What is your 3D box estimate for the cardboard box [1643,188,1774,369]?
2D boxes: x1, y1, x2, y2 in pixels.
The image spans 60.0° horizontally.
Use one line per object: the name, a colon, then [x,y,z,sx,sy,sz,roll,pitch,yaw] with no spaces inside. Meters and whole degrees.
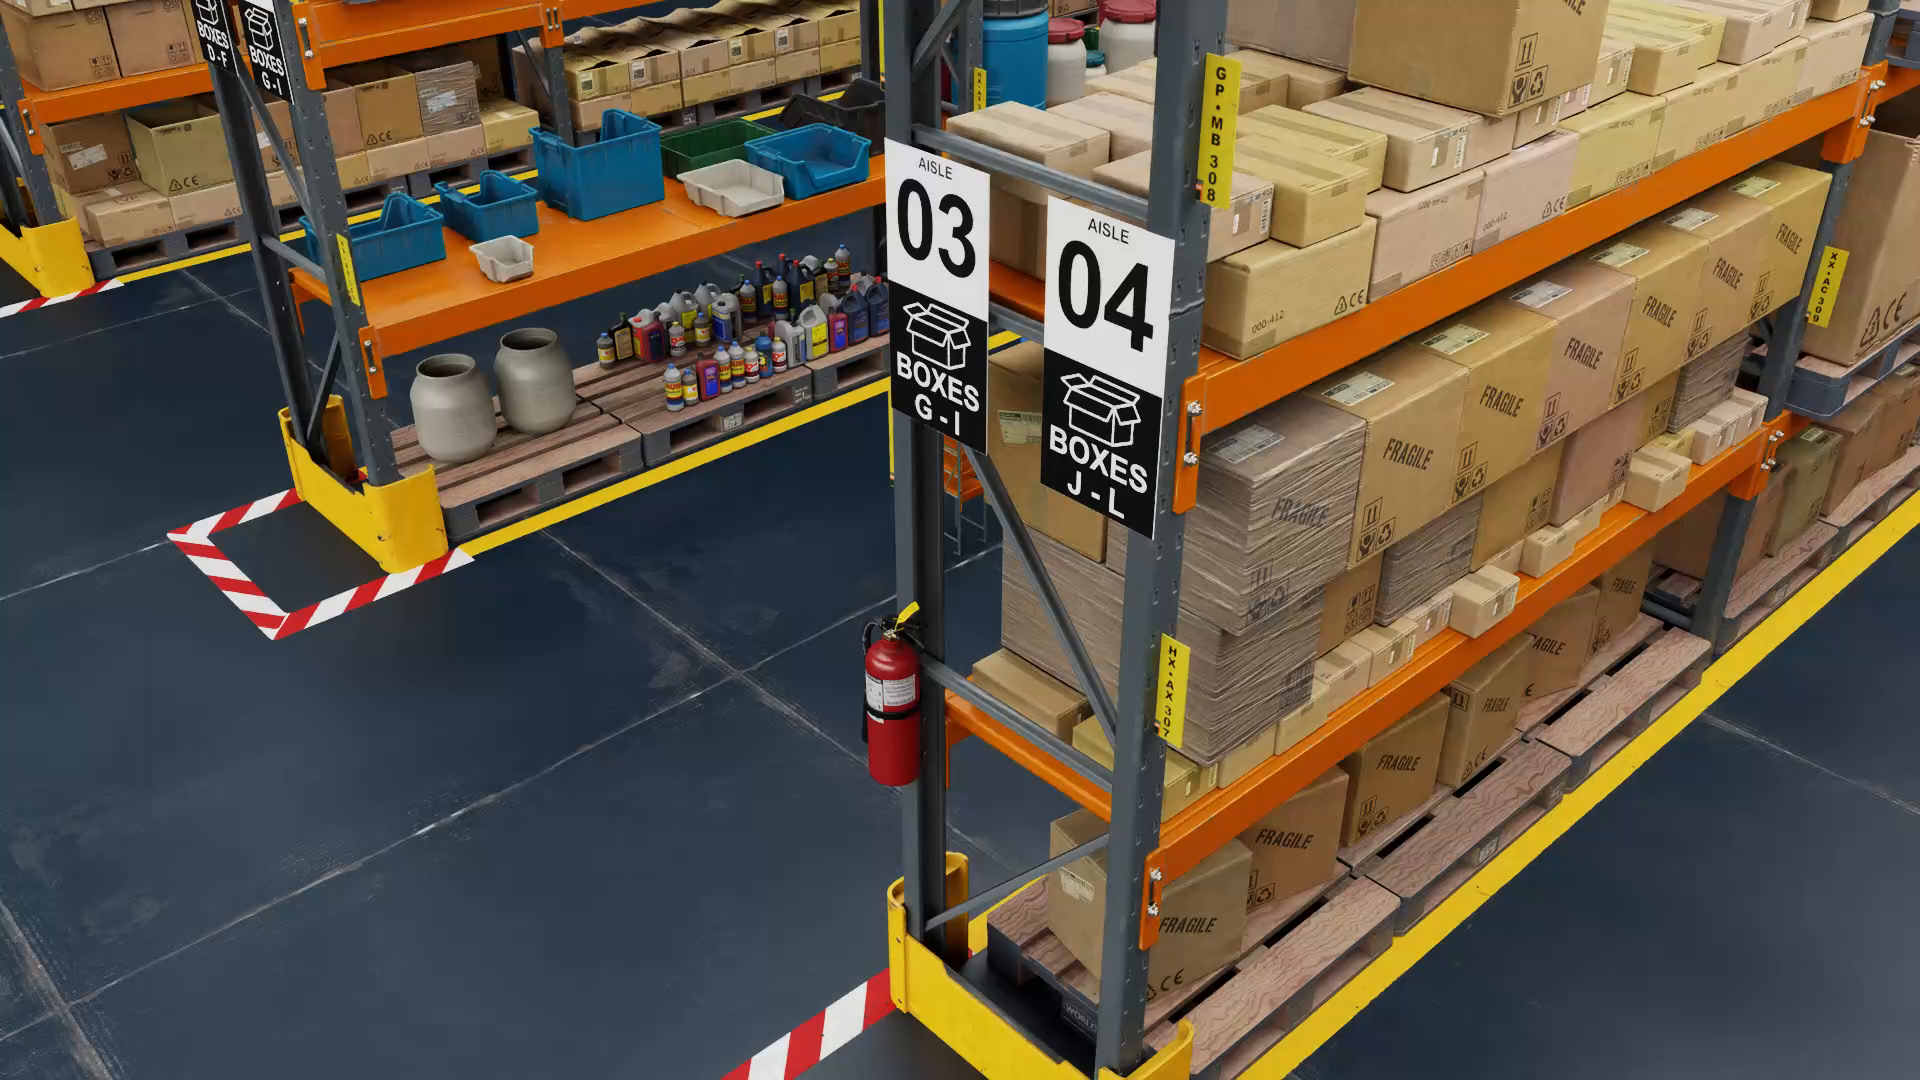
cardboard box: [2.612,-1.011,6.189,0.500,0.500,0.500,-26,40,-35]

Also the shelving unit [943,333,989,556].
shelving unit: [-0.011,-0.507,8.429,0.189,1.200,0.258,-26,40,-35]

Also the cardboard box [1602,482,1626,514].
cardboard box: [2.369,-0.242,6.511,0.250,0.149,0.380,-26,40,-35]

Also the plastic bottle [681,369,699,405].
plastic bottle: [-1.563,-0.888,9.588,0.097,0.201,0.097,0,31,0]

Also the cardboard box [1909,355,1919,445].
cardboard box: [5.178,-0.951,9.404,0.700,0.500,0.500,25,40,35]

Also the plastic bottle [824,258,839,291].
plastic bottle: [-0.853,-1.765,11.022,0.097,0.201,0.097,0,31,0]

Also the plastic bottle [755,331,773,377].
plastic bottle: [-1.165,-1.110,9.884,0.097,0.271,0.097,0,31,0]

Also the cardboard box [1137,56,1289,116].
cardboard box: [0.744,-1.327,4.931,0.250,0.149,0.380,-26,40,-35]

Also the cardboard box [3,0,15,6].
cardboard box: [-6.394,-3.758,11.302,0.250,0.149,0.380,-27,40,-36]

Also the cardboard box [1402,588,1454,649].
cardboard box: [1.471,0.212,5.768,0.250,0.149,0.380,-26,40,-35]

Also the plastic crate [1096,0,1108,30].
plastic crate: [1.293,-3.742,11.934,0.583,0.464,0.402,-26,40,-35]

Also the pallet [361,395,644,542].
pallet: [-2.557,-0.475,9.324,1.213,0.211,1.003,-26,40,-35]

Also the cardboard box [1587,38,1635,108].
cardboard box: [1.858,-1.486,5.192,0.250,0.149,0.380,-28,41,-37]

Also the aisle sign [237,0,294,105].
aisle sign: [-3.033,-2.305,7.152,0.004,0.787,0.394,-26,40,-35]

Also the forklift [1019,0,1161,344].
forklift: [1.812,-1.900,9.047,3.031,2.935,1.130,-20,37,-29]

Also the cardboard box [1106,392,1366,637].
cardboard box: [0.776,-0.126,4.741,0.500,0.500,0.500,-26,40,-35]

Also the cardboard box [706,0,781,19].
cardboard box: [-2.018,-4.870,15.534,0.500,0.311,0.500,-27,41,-37]

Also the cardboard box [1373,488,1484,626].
cardboard box: [1.291,-0.177,5.783,0.500,0.500,0.875,-26,40,-35]

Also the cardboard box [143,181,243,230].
cardboard box: [-5.636,-2.520,12.229,0.500,0.250,0.500,-26,40,-35]

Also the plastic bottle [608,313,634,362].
plastic bottle: [-2.058,-1.230,10.068,0.133,0.283,0.061,-25,39,-34]

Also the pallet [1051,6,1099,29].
pallet: [0.789,-5.559,17.638,1.213,0.211,1.003,-26,40,-35]

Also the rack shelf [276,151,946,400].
rack shelf: [-1.713,-1.736,9.403,4.000,0.370,1.077,-26,40,-35]

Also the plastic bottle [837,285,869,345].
plastic bottle: [-0.664,-1.403,10.287,0.144,0.351,0.185,27,40,37]

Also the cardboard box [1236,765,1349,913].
cardboard box: [1.072,1.008,6.220,0.500,0.500,0.500,-15,35,-23]

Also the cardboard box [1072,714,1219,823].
cardboard box: [0.559,0.658,5.039,0.250,0.149,0.380,-26,40,-35]

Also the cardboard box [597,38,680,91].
cardboard box: [-2.769,-4.121,14.309,0.500,0.311,0.500,-26,40,-36]

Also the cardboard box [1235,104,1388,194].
cardboard box: [0.904,-1.026,4.438,0.250,0.149,0.380,-27,40,-36]

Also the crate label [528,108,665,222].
crate label: [-2.014,-2.105,9.283,0.616,0.435,0.502,-26,40,-35]

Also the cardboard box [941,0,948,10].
cardboard box: [-0.151,-5.241,16.420,0.500,0.500,0.500,-24,39,-34]

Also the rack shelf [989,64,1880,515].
rack shelf: [1.654,-1.121,5.522,4.000,0.370,1.077,-26,40,-35]

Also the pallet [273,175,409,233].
pallet: [-5.118,-2.758,13.058,1.213,0.211,1.003,-26,40,-35]

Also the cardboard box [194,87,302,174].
cardboard box: [-5.277,-3.021,12.330,0.500,0.500,0.500,-26,40,-35]

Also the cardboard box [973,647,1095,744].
cardboard box: [0.256,0.488,5.317,0.250,0.149,0.380,-26,40,-35]

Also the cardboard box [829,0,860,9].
cardboard box: [-0.895,-5.033,15.801,0.500,0.311,0.500,-25,39,-34]

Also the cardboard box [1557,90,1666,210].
cardboard box: [1.835,-1.273,5.224,0.500,0.250,0.500,-24,39,-34]

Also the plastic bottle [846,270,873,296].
plastic bottle: [-0.621,-1.526,10.488,0.185,0.351,0.144,-26,40,-35]

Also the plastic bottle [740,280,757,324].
plastic bottle: [-1.342,-1.515,10.546,0.097,0.271,0.097,0,31,0]

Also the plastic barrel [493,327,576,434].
plastic barrel: [-2.382,-0.892,9.315,0.421,0.512,0.421,0,31,0]

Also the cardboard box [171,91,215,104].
cardboard box: [-5.631,-3.220,12.655,0.500,0.500,0.500,-26,40,-35]

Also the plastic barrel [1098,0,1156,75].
plastic barrel: [1.142,-3.326,11.184,0.433,0.535,0.433,0,31,0]

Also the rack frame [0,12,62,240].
rack frame: [-6.545,-3.230,11.157,0.127,3.000,1.000,-26,40,-35]

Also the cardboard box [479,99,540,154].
cardboard box: [-3.803,-3.407,13.679,0.500,0.250,0.500,-26,40,-35]

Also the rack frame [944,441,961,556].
rack frame: [-0.078,-0.474,8.376,0.006,1.200,0.240,-26,40,-35]

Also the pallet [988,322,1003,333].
pallet: [0.303,-1.856,11.583,1.213,0.211,1.003,-26,40,-35]

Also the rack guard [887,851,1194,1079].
rack guard: [0.243,1.601,5.653,0.348,0.500,1.175,-26,40,-35]

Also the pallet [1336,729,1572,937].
pallet: [1.758,1.019,6.882,1.213,0.211,1.003,-26,40,-35]

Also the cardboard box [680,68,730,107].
cardboard box: [-2.394,-4.069,14.761,0.500,0.250,0.500,-27,41,-37]

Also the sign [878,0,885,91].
sign: [-0.175,-1.316,4.302,0.005,0.325,0.100,-26,40,-35]

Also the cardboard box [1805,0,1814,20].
cardboard box: [2.821,-1.958,5.963,0.250,0.149,0.380,-25,40,-35]

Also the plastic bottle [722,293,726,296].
plastic bottle: [-1.483,-1.460,10.523,0.097,0.201,0.097,0,31,0]
